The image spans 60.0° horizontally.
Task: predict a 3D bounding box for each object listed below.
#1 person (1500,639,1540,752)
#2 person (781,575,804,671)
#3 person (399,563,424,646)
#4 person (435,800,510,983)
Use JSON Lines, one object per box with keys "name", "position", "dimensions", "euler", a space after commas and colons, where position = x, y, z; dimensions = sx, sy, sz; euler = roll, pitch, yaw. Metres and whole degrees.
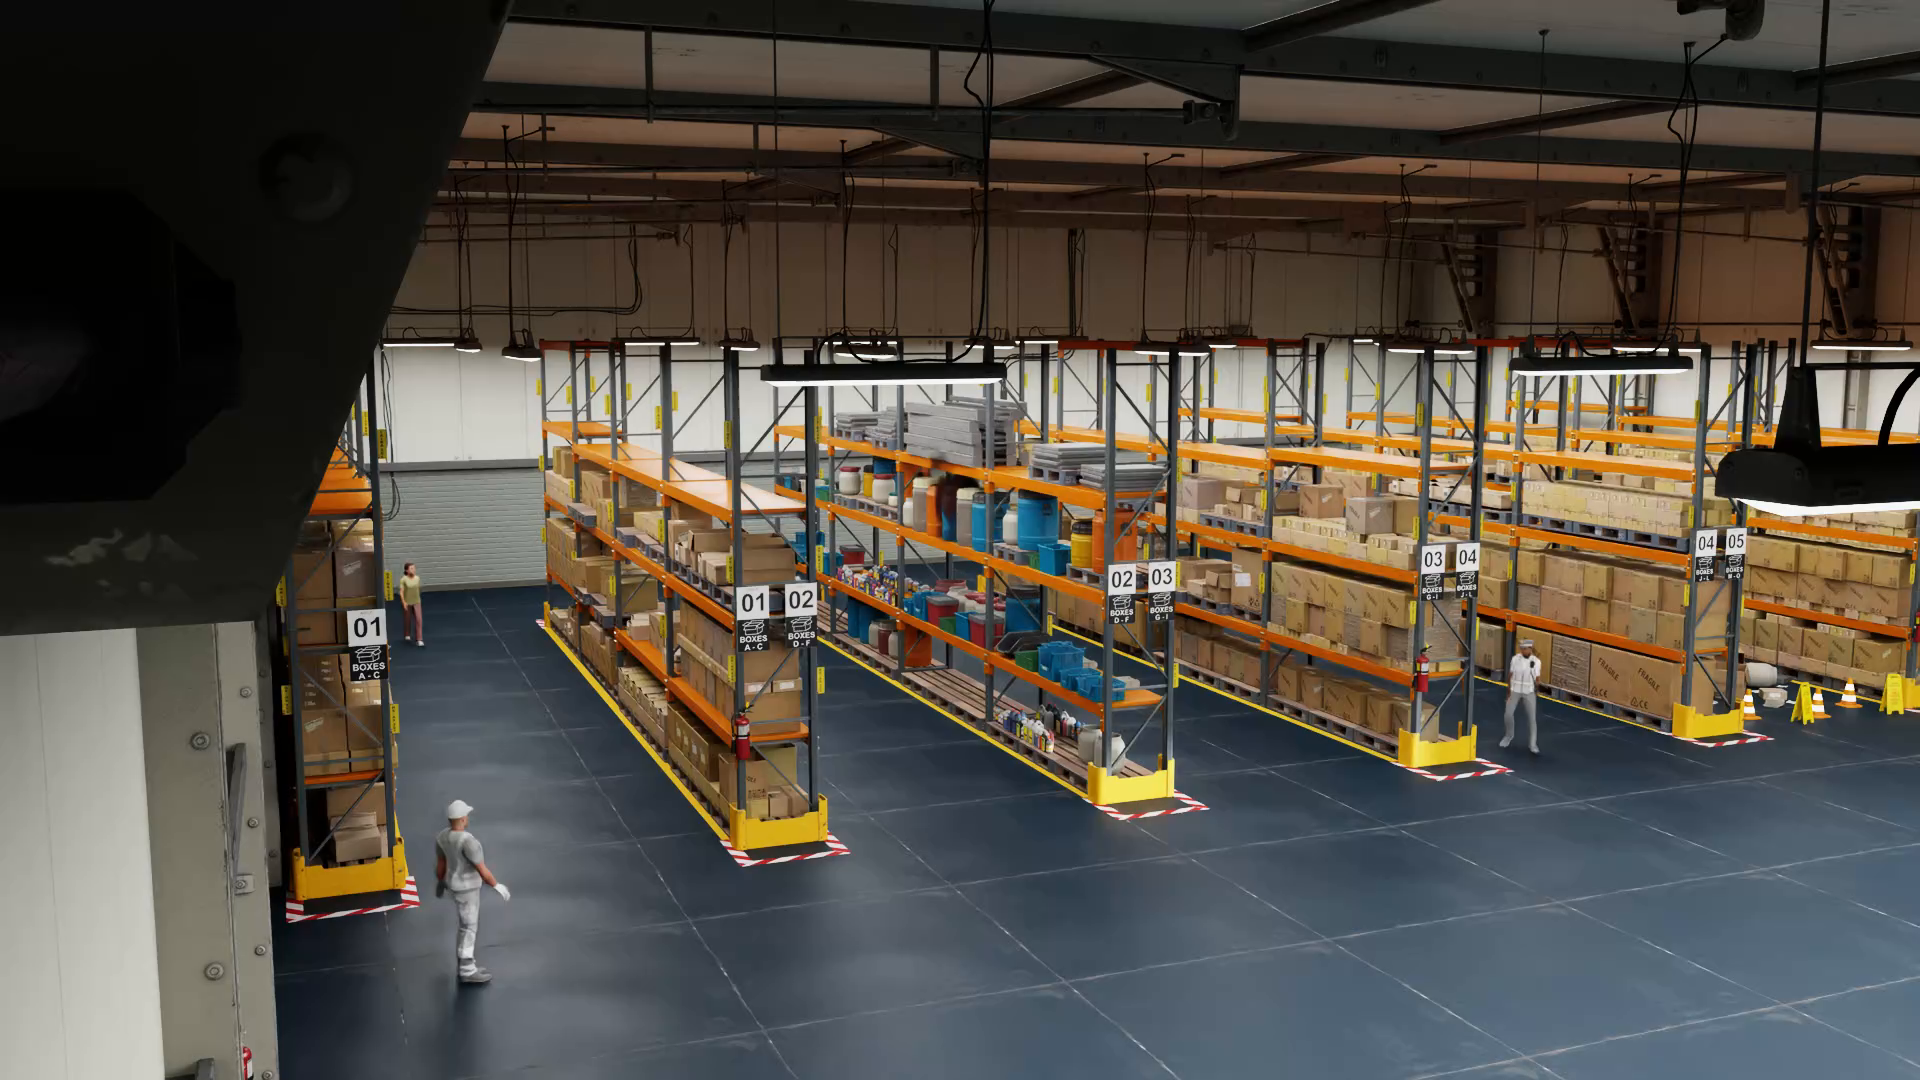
{"name": "person", "position": [8.342, 2.290, 24.703], "dimensions": [0.561, 1.692, 0.412], "euler": [3, 8, 20]}
{"name": "person", "position": [-2.877, 1.476, 29.144], "dimensions": [0.736, 1.751, 0.847], "euler": [-2, 8, -17]}
{"name": "person", "position": [-10.841, 1.265, 32.830], "dimensions": [0.434, 1.611, 0.977], "euler": [-4, 8, -27]}
{"name": "person", "position": [-4.710, 3.380, 16.066], "dimensions": [0.619, 1.820, 0.596], "euler": [-4, 8, -27]}
